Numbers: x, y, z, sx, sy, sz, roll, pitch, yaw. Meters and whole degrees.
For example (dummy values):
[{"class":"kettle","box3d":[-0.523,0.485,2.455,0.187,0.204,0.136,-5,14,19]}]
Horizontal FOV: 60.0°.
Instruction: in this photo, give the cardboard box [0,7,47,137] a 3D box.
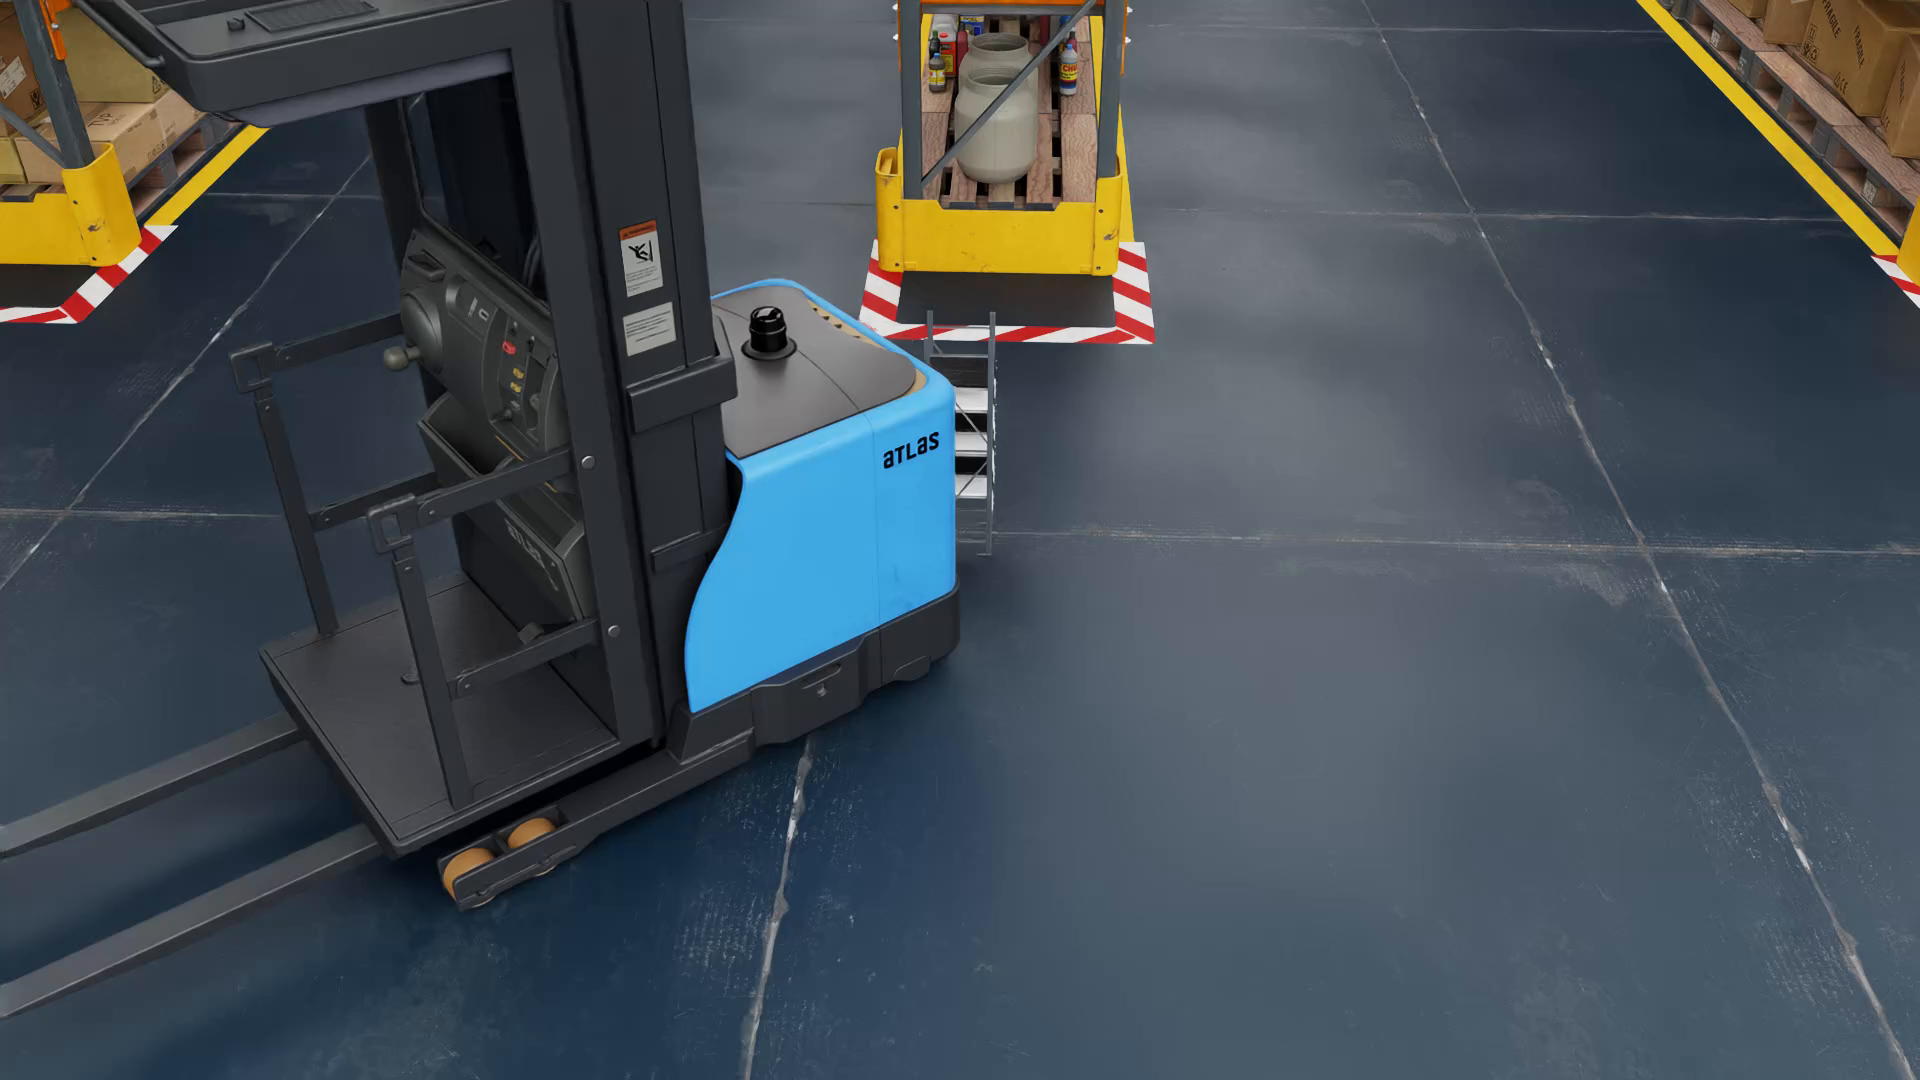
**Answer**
[{"class":"cardboard box","box3d":[-4.992,-2.362,8.377,0.500,0.500,0.500,1,35,2]}]

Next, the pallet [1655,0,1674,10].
[{"class":"pallet","box3d":[5.372,-4.067,11.854,1.003,0.211,1.213,1,35,2]}]

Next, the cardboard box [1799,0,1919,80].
[{"class":"cardboard box","box3d":[5.325,-2.993,9.709,0.500,0.500,0.500,-2,35,-2]}]

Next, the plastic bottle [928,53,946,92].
[{"class":"plastic bottle","box3d":[-0.131,-2.678,9.502,0.097,0.201,0.097,0,35,0]}]

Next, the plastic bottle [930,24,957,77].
[{"class":"plastic bottle","box3d":[-0.094,-2.852,9.686,0.152,0.276,0.135,2,35,2]}]

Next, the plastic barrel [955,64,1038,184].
[{"class":"plastic barrel","box3d":[0.183,-2.111,8.443,0.421,0.512,0.421,0,35,0]}]

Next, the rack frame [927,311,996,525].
[{"class":"rack frame","box3d":[0.004,-0.431,6.081,0.240,0.900,0.006,1,35,2]}]

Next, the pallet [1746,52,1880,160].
[{"class":"pallet","box3d":[5.305,-2.531,9.667,1.003,0.211,1.213,1,35,2]}]

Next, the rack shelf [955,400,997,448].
[{"class":"rack shelf","box3d":[0.000,-0.419,5.965,0.258,0.077,0.200,1,35,2]}]

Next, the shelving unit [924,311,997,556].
[{"class":"shelving unit","box3d":[0.000,-0.373,5.998,0.258,0.900,0.210,1,35,2]}]

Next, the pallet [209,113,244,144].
[{"class":"pallet","box3d":[-4.676,-2.692,9.897,1.003,0.211,1.213,1,35,2]}]

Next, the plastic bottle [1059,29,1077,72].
[{"class":"plastic bottle","box3d":[0.631,-2.872,9.718,0.097,0.271,0.097,0,35,0]}]

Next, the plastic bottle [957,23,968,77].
[{"class":"plastic bottle","box3d":[0.013,-2.853,9.681,0.061,0.283,0.133,1,35,2]}]

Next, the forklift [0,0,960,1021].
[{"class":"forklift","box3d":[-1.472,-0.495,4.406,3.031,2.935,1.130,-24,42,-30]}]

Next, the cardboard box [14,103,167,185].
[{"class":"cardboard box","box3d":[-4.472,-2.043,8.575,0.500,0.250,0.500,1,35,2]}]

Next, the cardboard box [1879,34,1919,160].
[{"class":"cardboard box","box3d":[5.213,-2.314,8.743,0.500,0.500,0.500,10,36,14]}]

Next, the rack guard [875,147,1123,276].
[{"class":"rack guard","box3d":[0.189,-1.599,8.091,1.175,0.500,0.348,1,35,2]}]

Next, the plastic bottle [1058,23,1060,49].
[{"class":"plastic bottle","box3d":[0.647,-3.076,10.069,0.097,0.201,0.097,0,35,0]}]

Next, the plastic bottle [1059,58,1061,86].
[{"class":"plastic bottle","box3d":[0.621,-2.706,9.543,0.097,0.201,0.097,0,35,0]}]

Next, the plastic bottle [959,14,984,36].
[{"class":"plastic bottle","box3d":[0.071,-3.145,10.103,0.152,0.276,0.135,1,35,2]}]

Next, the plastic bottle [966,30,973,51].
[{"class":"plastic bottle","box3d":[0.037,-2.909,9.832,0.097,0.201,0.097,0,35,0]}]

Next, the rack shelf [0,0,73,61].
[{"class":"rack shelf","box3d":[-4.636,-3.548,9.316,1.077,0.370,4.000,1,35,2]}]

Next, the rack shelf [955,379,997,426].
[{"class":"rack shelf","box3d":[0.000,-0.493,5.914,0.258,0.077,0.200,1,35,2]}]

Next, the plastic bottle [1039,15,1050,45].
[{"class":"plastic bottle","box3d":[0.518,-3.180,10.146,0.061,0.283,0.133,1,35,2]}]

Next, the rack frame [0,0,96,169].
[{"class":"rack frame","box3d":[-4.716,-2.694,7.474,1.000,3.000,0.127,1,35,2]}]

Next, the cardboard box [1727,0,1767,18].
[{"class":"cardboard box","box3d":[5.287,-3.681,10.688,0.500,0.500,0.500,0,35,0]}]

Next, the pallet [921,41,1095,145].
[{"class":"pallet","box3d":[0.279,-2.647,9.832,1.003,0.211,1.213,1,35,2]}]

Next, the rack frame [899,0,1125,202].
[{"class":"rack frame","box3d":[0.233,-2.577,7.308,1.000,3.000,0.127,1,35,2]}]

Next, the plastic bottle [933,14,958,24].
[{"class":"plastic bottle","box3d":[-0.086,-3.058,9.913,0.144,0.351,0.185,3,35,4]}]

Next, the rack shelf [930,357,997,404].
[{"class":"rack shelf","box3d":[0.000,-0.566,5.862,0.258,0.077,0.200,1,35,2]}]
